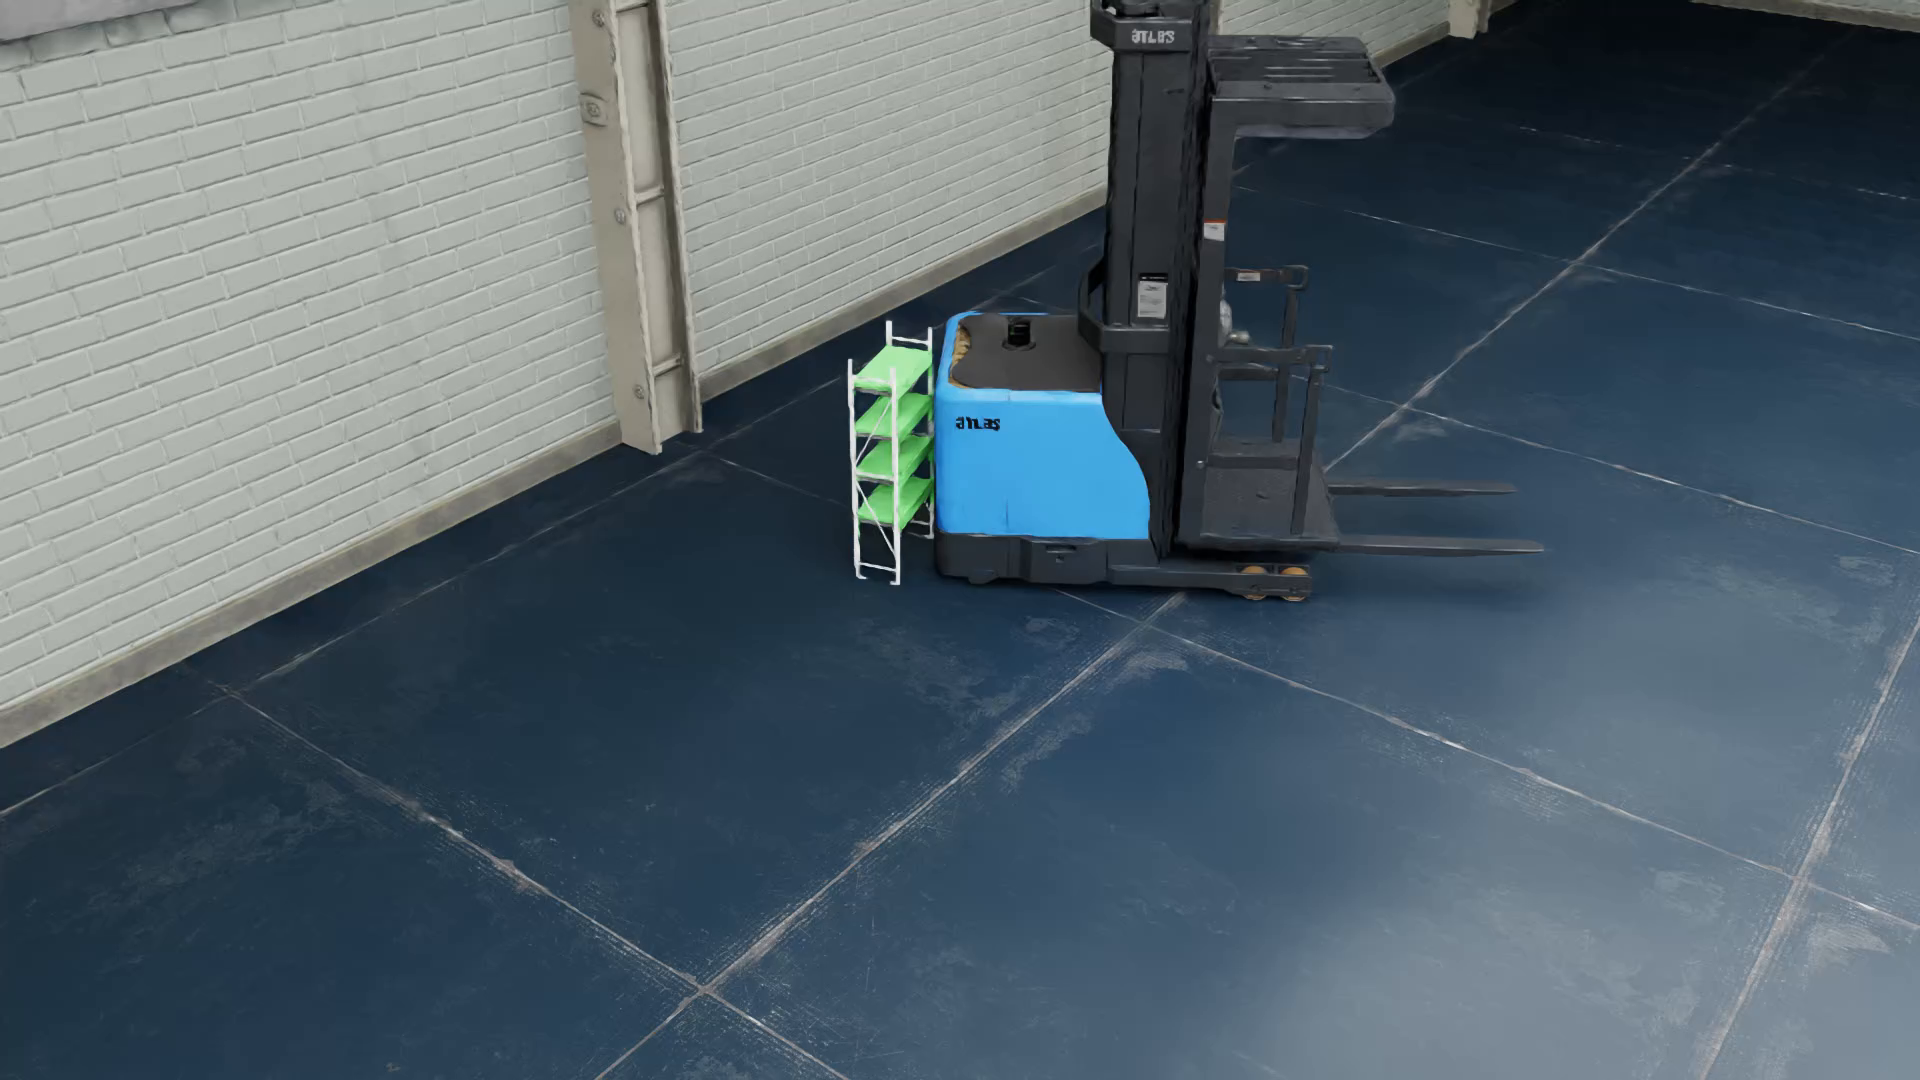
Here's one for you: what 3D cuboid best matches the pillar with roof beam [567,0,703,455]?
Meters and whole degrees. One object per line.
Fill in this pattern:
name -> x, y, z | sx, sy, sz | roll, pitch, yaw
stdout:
pillar with roof beam -> 1.675, -3.161, 5.258 | 9.100, 9.000, 0.400 | 21, 37, 31

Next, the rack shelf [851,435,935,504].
rack shelf -> -0.332, -0.372, 8.327 | 0.258, 0.148, 0.480 | 10, 32, 17

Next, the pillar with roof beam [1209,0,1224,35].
pillar with roof beam -> 5.297, -5.600, 9.373 | 9.100, 9.000, 0.400 | 21, 37, 31

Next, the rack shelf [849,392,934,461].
rack shelf -> -0.332, -0.579, 8.204 | 0.258, 0.148, 0.480 | 10, 32, 17

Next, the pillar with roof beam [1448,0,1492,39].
pillar with roof beam -> 8.919, -8.039, 13.488 | 9.100, 9.000, 0.400 | 21, 37, 31

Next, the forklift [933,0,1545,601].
forklift -> 1.405, -1.238, 7.965 | 3.031, 2.935, 1.130 | 2, 31, 3

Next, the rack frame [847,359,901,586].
rack frame -> -0.415, -0.310, 8.097 | 0.240, 1.200, 0.015 | 10, 32, 17

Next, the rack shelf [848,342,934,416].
rack shelf -> -0.332, -0.785, 8.082 | 0.258, 0.148, 0.480 | 10, 32, 17

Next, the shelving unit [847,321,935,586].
shelving unit -> -0.332, -0.427, 8.294 | 0.258, 1.200, 0.503 | 10, 32, 17

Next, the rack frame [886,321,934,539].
rack frame -> -0.249, -0.544, 8.492 | 0.240, 1.200, 0.015 | 10, 32, 17

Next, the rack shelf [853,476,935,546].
rack shelf -> -0.332, -0.166, 8.449 | 0.258, 0.148, 0.480 | 10, 32, 17
